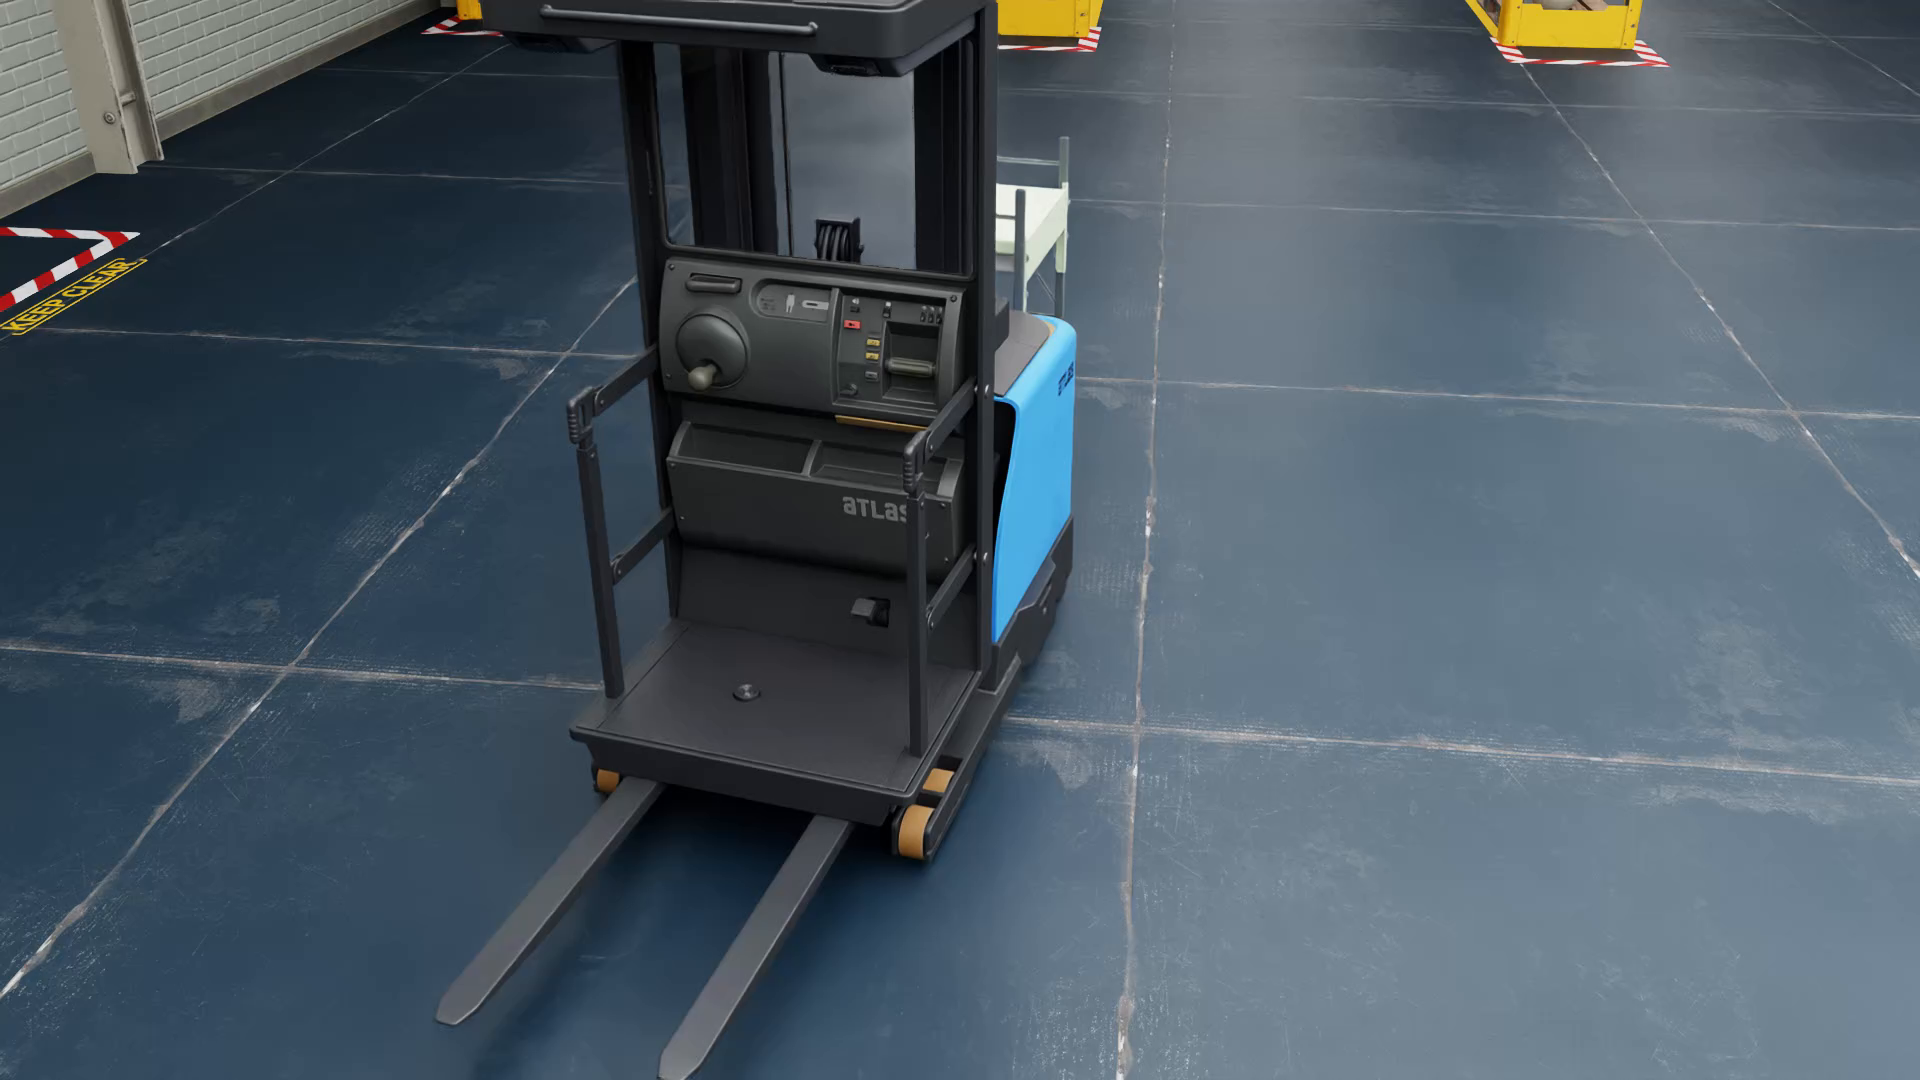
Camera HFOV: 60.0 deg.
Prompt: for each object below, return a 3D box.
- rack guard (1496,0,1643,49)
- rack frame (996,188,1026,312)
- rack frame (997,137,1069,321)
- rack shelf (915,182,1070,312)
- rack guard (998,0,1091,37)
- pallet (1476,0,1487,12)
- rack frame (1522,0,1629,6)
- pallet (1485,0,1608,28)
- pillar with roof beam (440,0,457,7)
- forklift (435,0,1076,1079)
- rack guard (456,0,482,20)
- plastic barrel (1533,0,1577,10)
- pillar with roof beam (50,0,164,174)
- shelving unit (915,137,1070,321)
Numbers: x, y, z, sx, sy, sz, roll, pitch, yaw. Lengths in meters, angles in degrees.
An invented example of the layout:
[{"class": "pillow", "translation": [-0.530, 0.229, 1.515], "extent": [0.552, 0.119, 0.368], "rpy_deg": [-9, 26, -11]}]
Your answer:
[{"class": "rack guard", "translation": [5.503, -4.741, 15.024], "extent": [1.175, 0.500, 0.348], "rpy_deg": [3, 28, 6]}, {"class": "rack frame", "translation": [0.039, -0.604, 6.290], "extent": [0.400, 1.500, 0.023], "rpy_deg": [7, 29, 14]}, {"class": "rack frame", "translation": [0.233, -0.939, 6.911], "extent": [0.400, 1.500, 0.023], "rpy_deg": [7, 29, 14]}, {"class": "rack shelf", "translation": [0.136, -1.115, 6.415], "extent": [0.431, 0.370, 0.720], "rpy_deg": [7, 29, 14]}, {"class": "rack guard", "translation": [0.622, -4.981, 15.469], "extent": [1.175, 0.500, 0.348], "rpy_deg": [3, 28, 6]}, {"class": "pallet", "translation": [5.760, -5.569, 16.865], "extent": [1.003, 0.211, 1.213], "rpy_deg": [3, 28, 6]}, {"class": "rack frame", "translation": [5.541, -5.803, 14.360], "extent": [1.000, 3.000, 0.127], "rpy_deg": [3, 28, 6]}, {"class": "pallet", "translation": [5.608, -4.996, 15.802], "extent": [1.003, 0.211, 1.213], "rpy_deg": [3, 28, 6]}, {"class": "pillar with roof beam", "translation": [-0.792, -9.150, 14.246], "extent": [9.100, 9.000, 0.400], "rpy_deg": [3, 28, 6]}, {"class": "forklift", "translation": [-0.509, -0.547, 4.676], "extent": [1.130, 2.935, 3.031], "rpy_deg": [9, 30, 16]}, {"class": "rack guard", "translation": [-4.282, -5.314, 16.087], "extent": [1.175, 0.500, 0.348], "rpy_deg": [3, 28, 6]}, {"class": "plastic barrel", "translation": [5.546, -5.207, 15.433], "extent": [0.421, 0.512, 0.421], "rpy_deg": [0, 28, 0]}, {"class": "pillar with roof beam", "translation": [-1.527, -6.326, 9.004], "extent": [9.100, 9.000, 0.400], "rpy_deg": [3, 28, 6]}, {"class": "shelving unit", "translation": [0.136, -0.771, 6.600], "extent": [0.431, 1.500, 0.755], "rpy_deg": [7, 29, 14]}]
